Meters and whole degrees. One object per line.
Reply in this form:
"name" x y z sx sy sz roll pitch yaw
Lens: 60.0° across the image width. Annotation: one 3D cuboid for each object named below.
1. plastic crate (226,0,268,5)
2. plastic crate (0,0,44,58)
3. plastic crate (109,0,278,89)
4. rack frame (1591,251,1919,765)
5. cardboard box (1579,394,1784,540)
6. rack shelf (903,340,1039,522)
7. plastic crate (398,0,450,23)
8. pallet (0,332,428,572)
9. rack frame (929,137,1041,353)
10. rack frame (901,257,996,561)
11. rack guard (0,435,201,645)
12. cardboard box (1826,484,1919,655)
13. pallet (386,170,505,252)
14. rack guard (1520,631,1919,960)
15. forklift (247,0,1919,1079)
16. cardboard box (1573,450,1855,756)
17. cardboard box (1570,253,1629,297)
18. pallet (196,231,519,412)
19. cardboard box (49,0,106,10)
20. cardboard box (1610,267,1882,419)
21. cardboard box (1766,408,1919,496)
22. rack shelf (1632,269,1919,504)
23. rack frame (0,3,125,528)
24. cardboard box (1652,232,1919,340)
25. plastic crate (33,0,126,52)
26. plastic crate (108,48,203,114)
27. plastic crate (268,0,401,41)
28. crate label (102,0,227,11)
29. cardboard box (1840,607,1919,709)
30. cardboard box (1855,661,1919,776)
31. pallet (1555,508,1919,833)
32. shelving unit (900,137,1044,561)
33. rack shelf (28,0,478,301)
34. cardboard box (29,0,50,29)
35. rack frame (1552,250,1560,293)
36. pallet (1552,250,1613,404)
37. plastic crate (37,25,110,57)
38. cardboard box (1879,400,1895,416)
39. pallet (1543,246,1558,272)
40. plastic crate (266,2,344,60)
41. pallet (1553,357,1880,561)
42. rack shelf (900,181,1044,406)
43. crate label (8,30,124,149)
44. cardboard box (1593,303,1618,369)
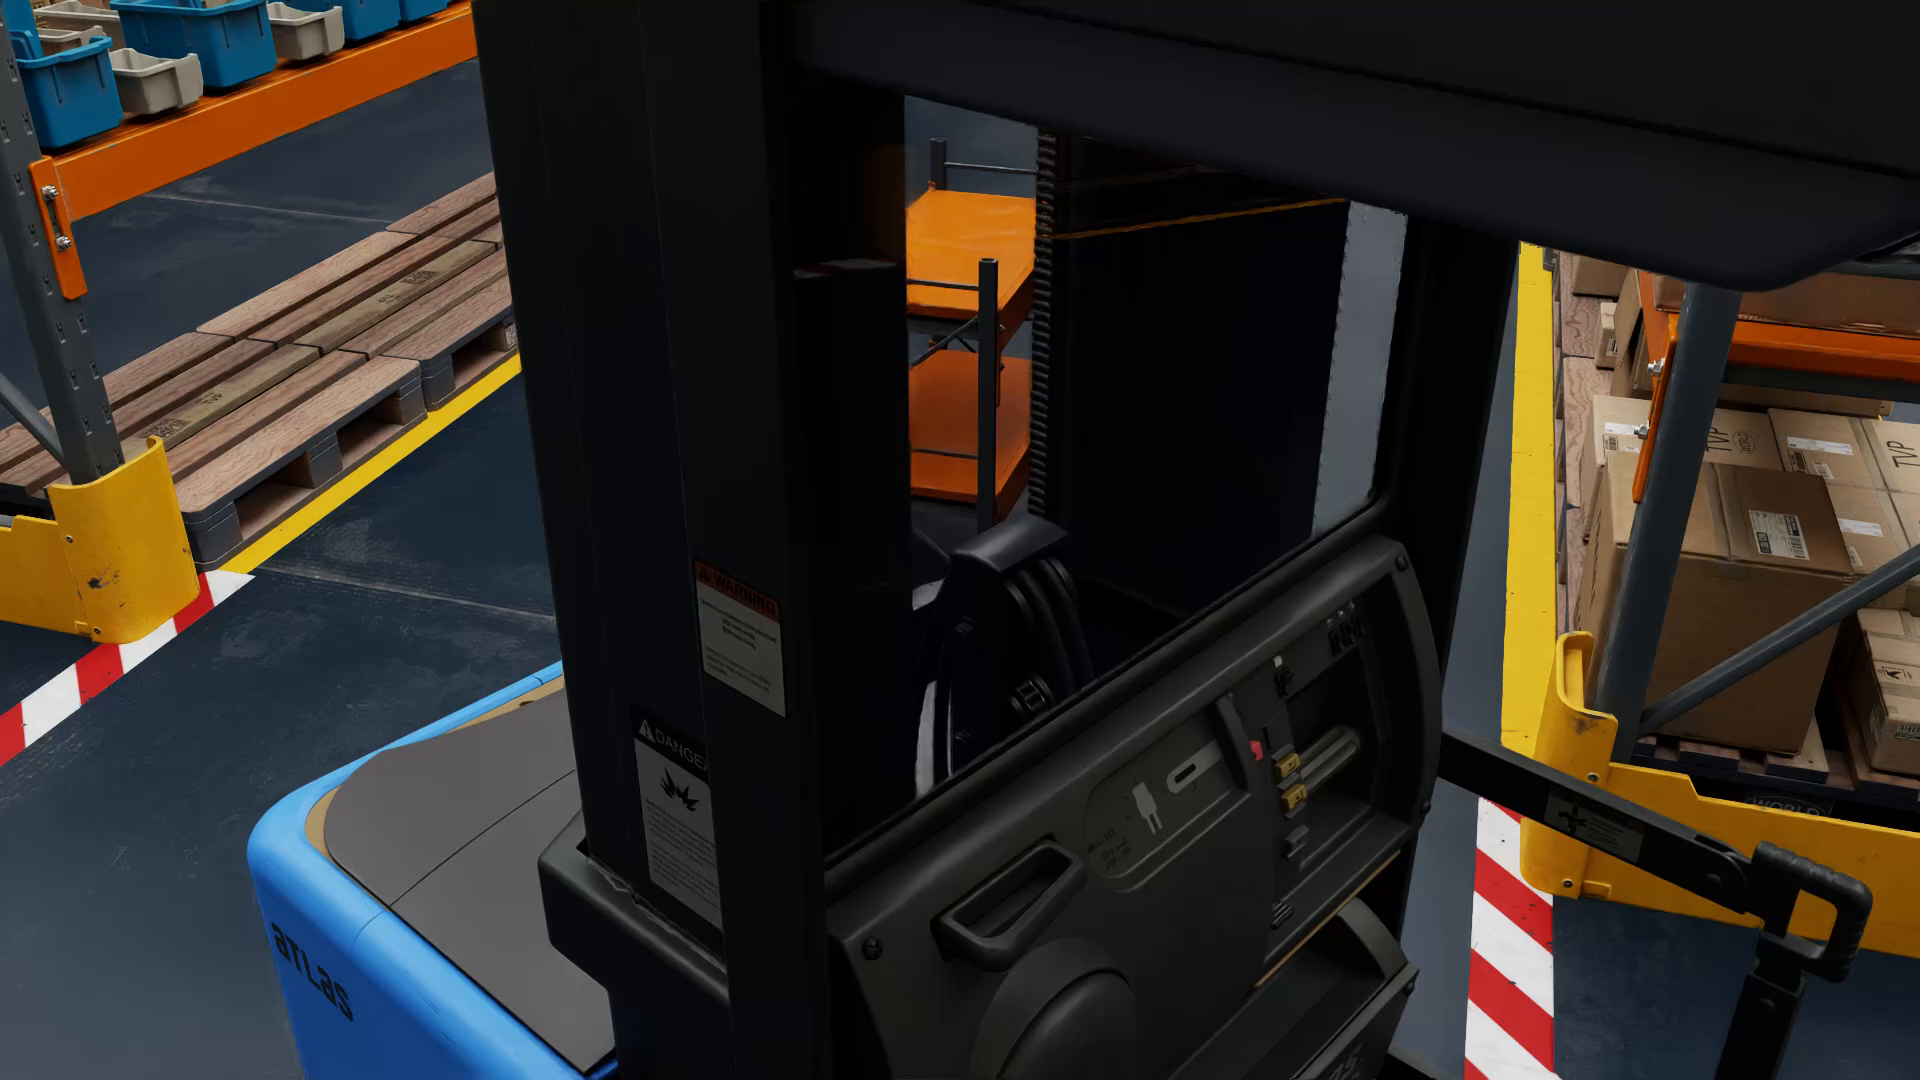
"plastic crate" -2.569 -1.903 5.795 0.298 0.136 0.250 8 30 15
"plastic crate" -2.942 -1.405 4.593 0.616 0.435 0.499 8 30 15
"plastic crate" -2.282 -1.508 4.986 0.416 0.233 0.300 8 30 15
"rack frame" 1.872 -0.473 3.015 1.000 3.000 0.127 8 30 15
"cardboard box" 2.104 -0.189 4.879 0.500 0.250 0.500 8 30 15
"rack shelf" -0.002 -0.275 5.090 0.538 0.278 1.000 8 30 15
"plastic crate" -2.000 -1.954 5.787 0.416 0.233 0.300 8 30 15
"pallet" -2.583 -0.341 5.645 1.003 0.211 1.213 8 30 15
"rack frame" 0.147 -0.725 5.396 0.500 1.125 0.032 8 30 15
"rack frame" -0.151 -0.252 4.546 0.500 1.125 0.032 8 30 15
"rack guard" -2.857 -0.076 4.873 1.175 0.500 0.348 8 30 15
"cardboard box" 2.449 0.092 4.375 0.500 0.250 0.500 8 30 15
"pallet" -1.867 -1.475 7.683 1.003 0.211 1.213 8 30 15
"rack guard" 1.894 0.584 3.686 1.175 0.500 0.348 8 30 15
"forklift" 0.399 0.355 1.597 3.031 2.935 1.130 24 37 36
"cardboard box" 1.796 0.139 4.033 0.500 0.500 0.500 8 30 15
"cardboard box" 2.716 -1.185 6.608 0.500 0.311 0.500 8 30 15
"pallet" -2.223 -0.906 6.661 1.003 0.211 1.213 8 30 15
"cardboard box" -5.993 -3.718 10.601 1.225 0.875 0.875 7 30 13
"cardboard box" 2.499 -0.559 5.285 0.797 0.503 0.637 8 30 15
"cardboard box" 2.596 -0.141 4.793 0.500 0.250 0.500 8 30 15
"rack shelf" 2.459 -1.088 4.860 1.077 0.370 4.000 8 30 15
"rack frame" -2.862 -1.181 4.288 1.000 3.000 0.127 8 30 15
"cardboard box" 1.743 -0.764 3.434 0.500 0.500 0.500 9 30 16
"plastic crate" -2.697 -1.630 5.304 0.396 0.136 0.243 8 30 15
"plastic crate" -2.302 -1.297 4.706 0.250 0.136 0.298 8 30 15
"plastic crate" -2.088 -1.814 5.536 0.416 0.233 0.300 8 30 15
"crate label" -2.639 -1.763 5.543 0.396 0.136 0.243 8 30 15
"cardboard box" 2.397 0.311 4.067 0.380 0.166 0.250 8 30 15
"cardboard box" 2.323 0.435 3.862 0.380 0.149 0.250 8 30 15
"pallet" 2.127 0.340 4.422 1.003 0.211 1.213 8 30 15
"shelving unit" -0.002 -0.488 4.971 0.538 1.125 1.048 8 30 15
"rack shelf" -2.275 -1.797 6.134 1.077 0.370 4.000 8 30 15
"cardboard box" -6.254 -3.302 9.854 1.225 0.875 0.875 9 30 15
"rack frame" 3.046 -2.332 6.356 1.000 3.000 0.127 8 30 15
"pallet" 2.844 -0.794 6.461 1.003 0.211 1.213 8 30 15
"plastic crate" -2.796 -1.497 5.065 0.396 0.136 0.243 8 30 15
"cardboard box" 2.930 -0.695 5.728 0.500 0.311 0.500 8 30 15
"pallet" 3.249 -1.497 7.723 1.003 0.211 1.213 8 30 15
"plastic crate" -2.103 -1.613 5.273 0.250 0.136 0.298 8 30 15
"pallet" 2.487 -0.225 5.438 1.003 0.211 1.213 8 30 15
"rack shelf" -0.002 -0.744 4.829 0.538 0.278 1.000 8 30 15
"crate label" -2.475 -1.202 4.436 0.416 0.233 0.303 8 30 15
"cardboard box" 2.472 -0.718 5.918 0.380 0.166 0.250 8 30 15
